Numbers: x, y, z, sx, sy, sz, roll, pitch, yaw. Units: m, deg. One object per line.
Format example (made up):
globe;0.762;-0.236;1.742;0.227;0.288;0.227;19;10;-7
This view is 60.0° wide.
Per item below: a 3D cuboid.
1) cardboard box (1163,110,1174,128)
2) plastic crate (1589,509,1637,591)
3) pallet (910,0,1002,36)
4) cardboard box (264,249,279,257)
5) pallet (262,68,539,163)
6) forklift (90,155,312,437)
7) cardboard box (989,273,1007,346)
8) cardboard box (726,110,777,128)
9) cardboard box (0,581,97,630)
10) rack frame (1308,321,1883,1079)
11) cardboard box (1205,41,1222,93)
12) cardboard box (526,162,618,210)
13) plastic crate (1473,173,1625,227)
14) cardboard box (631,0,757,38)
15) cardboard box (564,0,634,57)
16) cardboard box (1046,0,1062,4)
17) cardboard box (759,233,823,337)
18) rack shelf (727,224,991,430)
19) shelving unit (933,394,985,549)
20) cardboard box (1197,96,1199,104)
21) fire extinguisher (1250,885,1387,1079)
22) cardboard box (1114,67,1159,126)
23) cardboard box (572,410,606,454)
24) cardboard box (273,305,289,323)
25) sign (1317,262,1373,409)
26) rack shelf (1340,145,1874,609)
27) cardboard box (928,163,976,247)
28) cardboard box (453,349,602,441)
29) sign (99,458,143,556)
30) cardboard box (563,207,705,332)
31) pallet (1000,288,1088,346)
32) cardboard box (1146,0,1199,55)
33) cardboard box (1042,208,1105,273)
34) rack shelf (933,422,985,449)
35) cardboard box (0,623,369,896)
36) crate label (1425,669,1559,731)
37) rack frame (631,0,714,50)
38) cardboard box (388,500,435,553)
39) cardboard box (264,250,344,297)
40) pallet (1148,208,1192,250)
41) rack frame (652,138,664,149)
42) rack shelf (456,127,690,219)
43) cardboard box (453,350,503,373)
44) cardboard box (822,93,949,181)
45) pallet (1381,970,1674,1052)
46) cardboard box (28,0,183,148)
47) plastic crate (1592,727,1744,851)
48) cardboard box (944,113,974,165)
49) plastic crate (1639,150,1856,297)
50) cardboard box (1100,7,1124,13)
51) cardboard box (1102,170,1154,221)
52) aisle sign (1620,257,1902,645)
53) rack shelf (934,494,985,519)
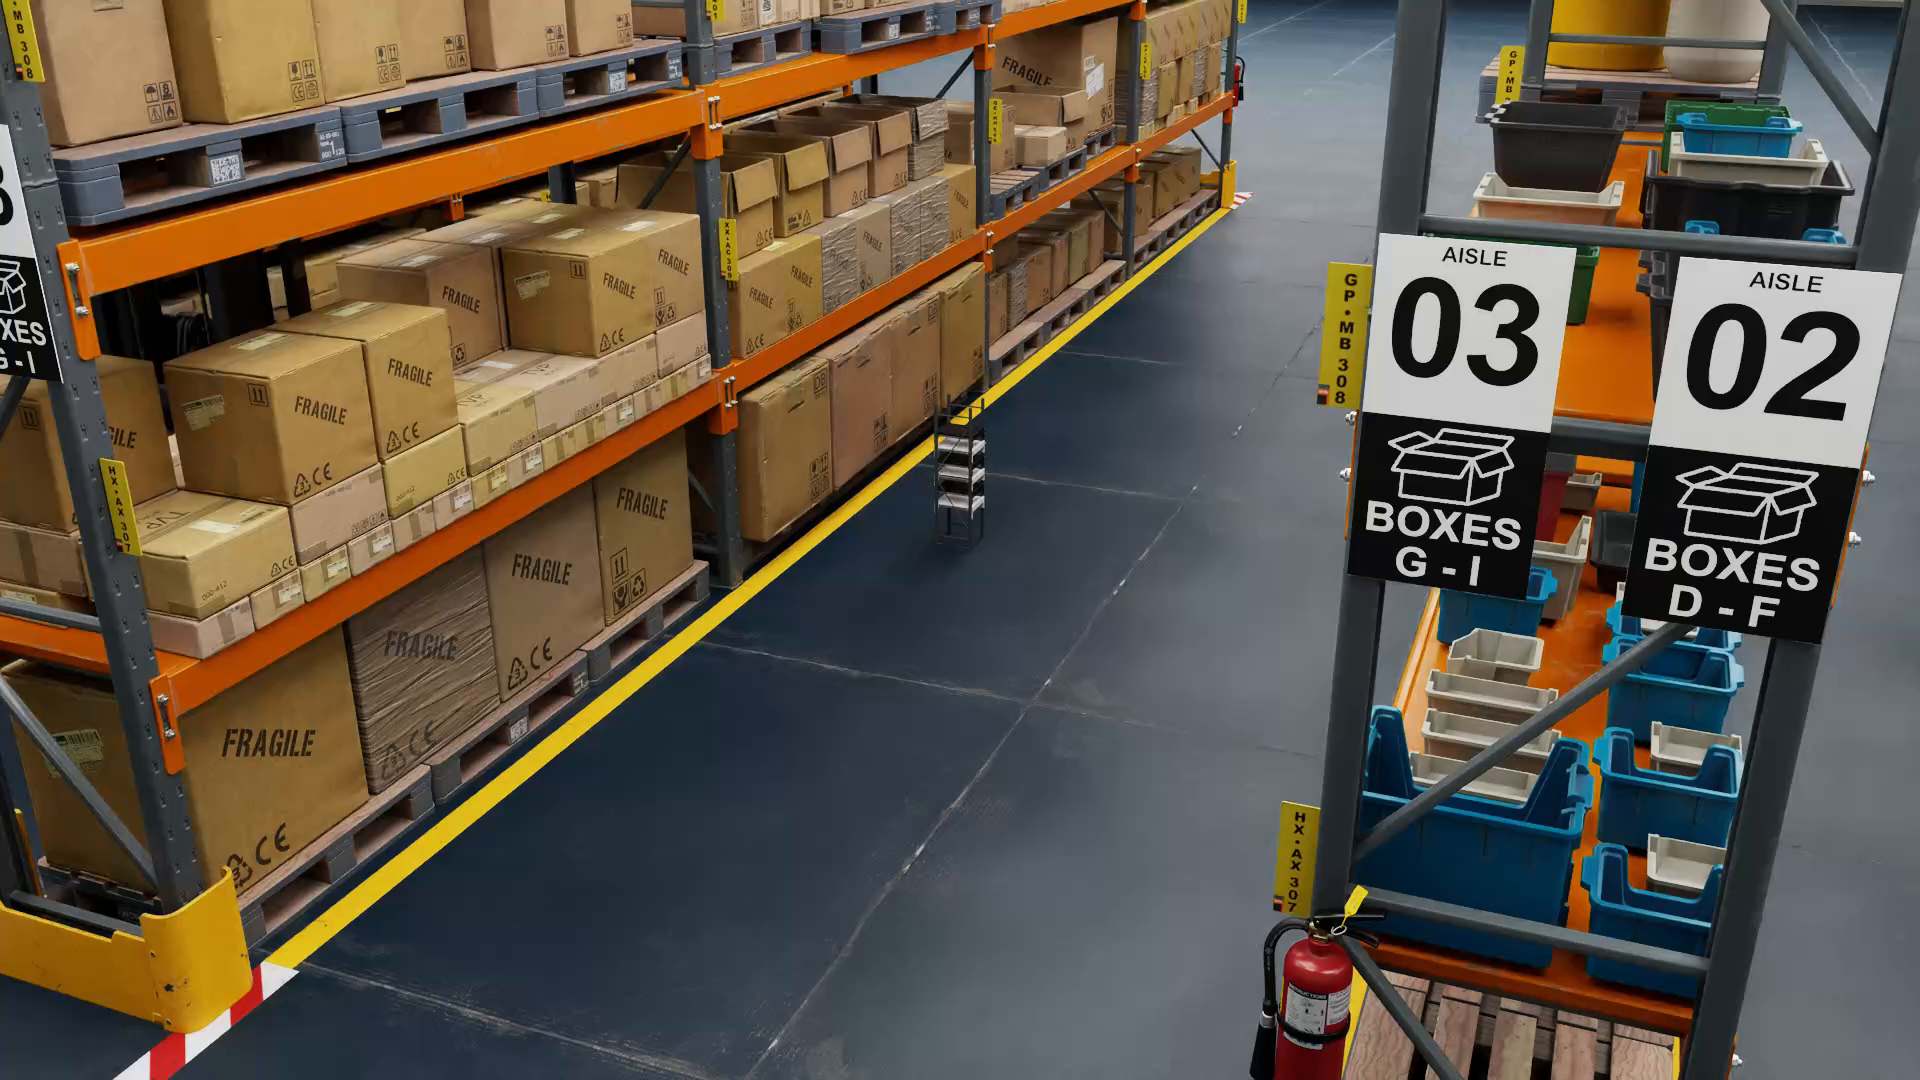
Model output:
cardboard box;1.975;-4.318;17.021;0.380;0.149;0.250;9;24;20
plastic crate;2.689;0.066;6.480;0.437;0.125;0.590;9;24;20
pallet;-0.447;-3.672;11.502;1.213;0.211;1.003;10;25;22
cardboard box;-5.690;-2.177;13.295;0.500;0.250;0.500;9;24;20
pallet;-2.511;-1.798;6.887;1.003;0.211;1.213;9;24;20
forklift;-3.901;-1.149;9.197;1.130;2.935;3.031;6;23;14
cardboard box;-0.027;-1.905;13.592;0.700;0.500;0.500;7;24;17
cardboard box;-2.709;-4.542;19.444;0.875;0.875;0.875;9;24;20
cardboard box;-3.402;0.191;6.226;0.380;0.149;0.250;9;24;21
rack frame;1.370;0.959;4.062;1.000;3.000;0.127;9;24;20
cardboard box;2.410;-5.270;18.460;0.875;0.500;0.500;9;24;20
cardboard box;-3.848;-3.367;16.792;1.050;0.750;0.750;9;24;20
plastic crate;1.907;-1.078;5.390;0.437;0.136;0.530;9;24;20
cardboard box;-1.537;-3.015;9.009;0.700;0.500;0.500;9;24;21
cardboard box;-1.978;-2.563;7.798;0.700;0.500;0.500;7;24;17
cardboard box;0.527;-4.429;13.263;0.500;0.250;0.500;9;24;21
cardboard box;-1.154;-1.537;9.907;0.500;0.500;0.500;9;24;20
rack shelf;-1.000;-1.565;11.039;1.077;0.370;4.000;9;24;20
shelving unit;-0.003;-0.412;10.070;0.258;0.900;0.210;9;24;20
cardboard box;2.423;-4.871;18.346;0.380;0.149;0.250;9;24;20
fire extinguisher;0.892;1.156;4.176;0.296;0.674;0.183;9;24;20
cardboard box;1.453;-4.380;16.328;0.875;0.500;0.500;9;24;20
cardboard box;-1.934;-0.541;7.980;0.380;0.149;0.250;9;24;21
cardboard box;-5.413;-1.574;12.824;0.500;0.500;0.500;9;24;21
sign;0.853;-0.450;3.679;0.100;0.325;0.005;9;24;20
rack shelf;2.113;-0.809;5.336;1.077;0.370;4.000;9;24;20
cardboard box;-0.211;-2.447;12.087;0.500;0.500;0.500;10;25;22
cardboard box;-2.043;-0.686;7.809;0.500;0.250;0.500;9;24;21
sign;-2.716;-0.105;5.382;0.100;0.325;0.005;9;24;20
cardboard box;-1.666;-1.393;8.528;0.500;0.500;0.500;10;24;22
pallet;0.489;-2.041;14.862;1.003;0.211;1.213;9;24;20
cardboard box;2.178;-5.352;17.359;0.500;0.500;0.500;9;24;20
cardboard box;0.980;-2.877;15.919;0.700;0.500;0.500;7;24;16
rack shelf;-0.003;-0.631;9.978;0.258;0.077;0.200;9;24;20
cardboard box;-3.066;0.796;6.664;0.875;0.875;0.875;9;24;20
crate label;1.706;0.530;5.353;0.396;0.136;0.243;9;24;20
rack frame;-1.743;-3.950;8.031;1.000;3.000;0.127;9;24;20
cardboard box;-2.411;-0.082;6.880;0.380;0.149;0.250;8;24;19
cardboard box;-5.216;-2.101;13.114;0.500;0.250;0.500;9;24;21
pallet;1.897;-3.441;18.214;1.003;0.211;1.213;9;24;20
rack frame;-3.339;-4.791;17.827;1.000;3.000;0.127;9;24;20
rack shelf;-4.082;-3.743;16.252;1.077;0.370;4.000;9;24;20
cardboard box;-2.537;-0.755;7.976;0.500;0.250;0.500;9;24;21
cardboard box;-0.544;-2.863;11.780;0.797;0.503;0.637;10;25;22
pallet;2.167;1.521;6.335;1.003;0.211;1.213;9;24;20
cardboard box;-3.086;-1.614;5.526;0.700;0.500;0.500;7;24;17
plastic crate;2.012;0.732;4.746;0.416;0.233;0.300;9;24;20
cardboard box;-0.094;-3.052;12.990;0.500;0.500;0.500;6;23;14
plastic crate;2.192;-0.904;4.711;0.504;0.338;0.767;9;24;20
cardboard box;1.325;-5.069;16.680;0.500;0.500;0.500;9;24;20
cardboard box;1.778;-3.662;17.823;0.500;0.500;0.500;7;24;15
aisle sign;1.619;-0.172;3.398;0.394;0.787;0.004;9;24;20
rack shelf;-0.003;-0.215;10.152;0.258;0.077;0.200;9;24;20
